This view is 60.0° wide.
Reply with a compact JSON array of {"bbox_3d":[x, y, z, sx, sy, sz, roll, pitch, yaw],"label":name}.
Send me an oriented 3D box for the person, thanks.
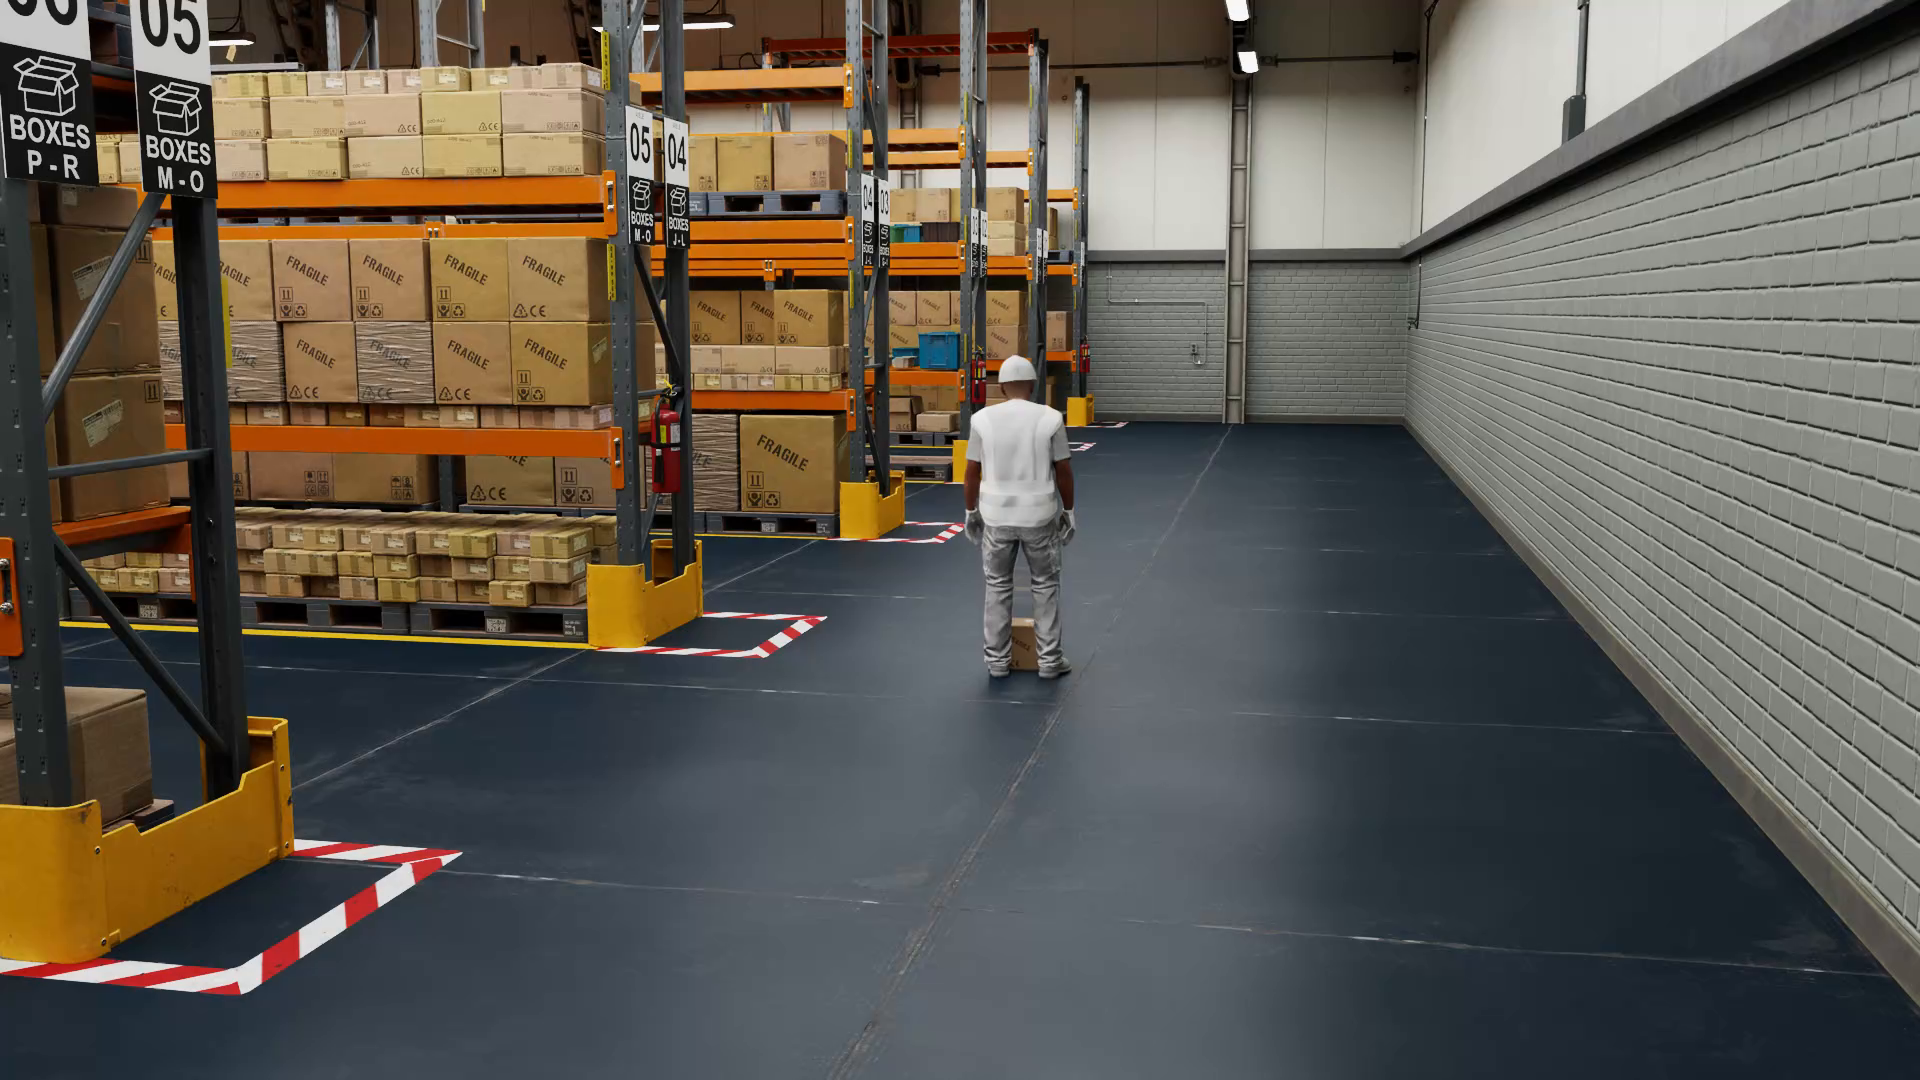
[{"bbox_3d":[0.332,-0.127,9.200,0.617,1.772,0.452,1,8,8],"label":"person"}]
